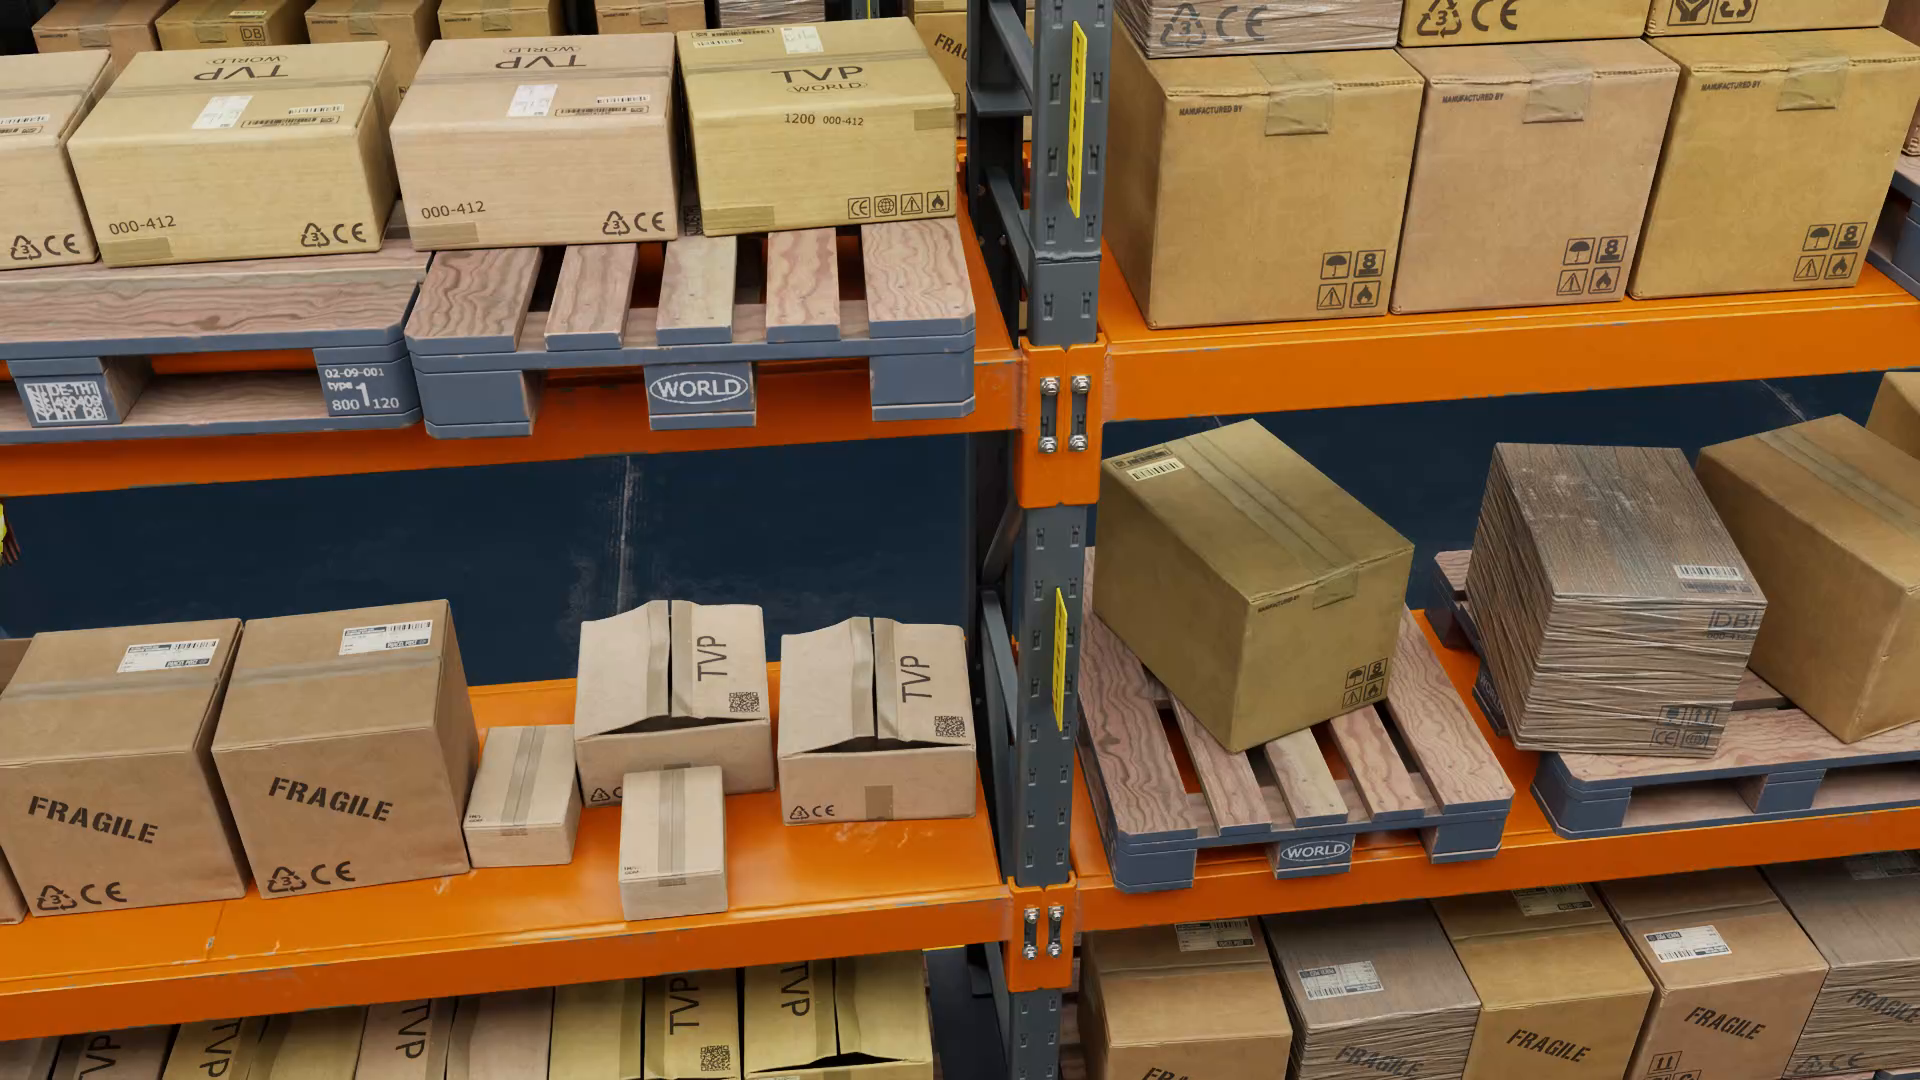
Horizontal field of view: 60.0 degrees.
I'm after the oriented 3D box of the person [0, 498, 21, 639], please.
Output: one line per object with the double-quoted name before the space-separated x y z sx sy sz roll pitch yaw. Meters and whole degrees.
"person" -3.618 0.054 6.006 0.647 1.753 0.586 0 35 1
